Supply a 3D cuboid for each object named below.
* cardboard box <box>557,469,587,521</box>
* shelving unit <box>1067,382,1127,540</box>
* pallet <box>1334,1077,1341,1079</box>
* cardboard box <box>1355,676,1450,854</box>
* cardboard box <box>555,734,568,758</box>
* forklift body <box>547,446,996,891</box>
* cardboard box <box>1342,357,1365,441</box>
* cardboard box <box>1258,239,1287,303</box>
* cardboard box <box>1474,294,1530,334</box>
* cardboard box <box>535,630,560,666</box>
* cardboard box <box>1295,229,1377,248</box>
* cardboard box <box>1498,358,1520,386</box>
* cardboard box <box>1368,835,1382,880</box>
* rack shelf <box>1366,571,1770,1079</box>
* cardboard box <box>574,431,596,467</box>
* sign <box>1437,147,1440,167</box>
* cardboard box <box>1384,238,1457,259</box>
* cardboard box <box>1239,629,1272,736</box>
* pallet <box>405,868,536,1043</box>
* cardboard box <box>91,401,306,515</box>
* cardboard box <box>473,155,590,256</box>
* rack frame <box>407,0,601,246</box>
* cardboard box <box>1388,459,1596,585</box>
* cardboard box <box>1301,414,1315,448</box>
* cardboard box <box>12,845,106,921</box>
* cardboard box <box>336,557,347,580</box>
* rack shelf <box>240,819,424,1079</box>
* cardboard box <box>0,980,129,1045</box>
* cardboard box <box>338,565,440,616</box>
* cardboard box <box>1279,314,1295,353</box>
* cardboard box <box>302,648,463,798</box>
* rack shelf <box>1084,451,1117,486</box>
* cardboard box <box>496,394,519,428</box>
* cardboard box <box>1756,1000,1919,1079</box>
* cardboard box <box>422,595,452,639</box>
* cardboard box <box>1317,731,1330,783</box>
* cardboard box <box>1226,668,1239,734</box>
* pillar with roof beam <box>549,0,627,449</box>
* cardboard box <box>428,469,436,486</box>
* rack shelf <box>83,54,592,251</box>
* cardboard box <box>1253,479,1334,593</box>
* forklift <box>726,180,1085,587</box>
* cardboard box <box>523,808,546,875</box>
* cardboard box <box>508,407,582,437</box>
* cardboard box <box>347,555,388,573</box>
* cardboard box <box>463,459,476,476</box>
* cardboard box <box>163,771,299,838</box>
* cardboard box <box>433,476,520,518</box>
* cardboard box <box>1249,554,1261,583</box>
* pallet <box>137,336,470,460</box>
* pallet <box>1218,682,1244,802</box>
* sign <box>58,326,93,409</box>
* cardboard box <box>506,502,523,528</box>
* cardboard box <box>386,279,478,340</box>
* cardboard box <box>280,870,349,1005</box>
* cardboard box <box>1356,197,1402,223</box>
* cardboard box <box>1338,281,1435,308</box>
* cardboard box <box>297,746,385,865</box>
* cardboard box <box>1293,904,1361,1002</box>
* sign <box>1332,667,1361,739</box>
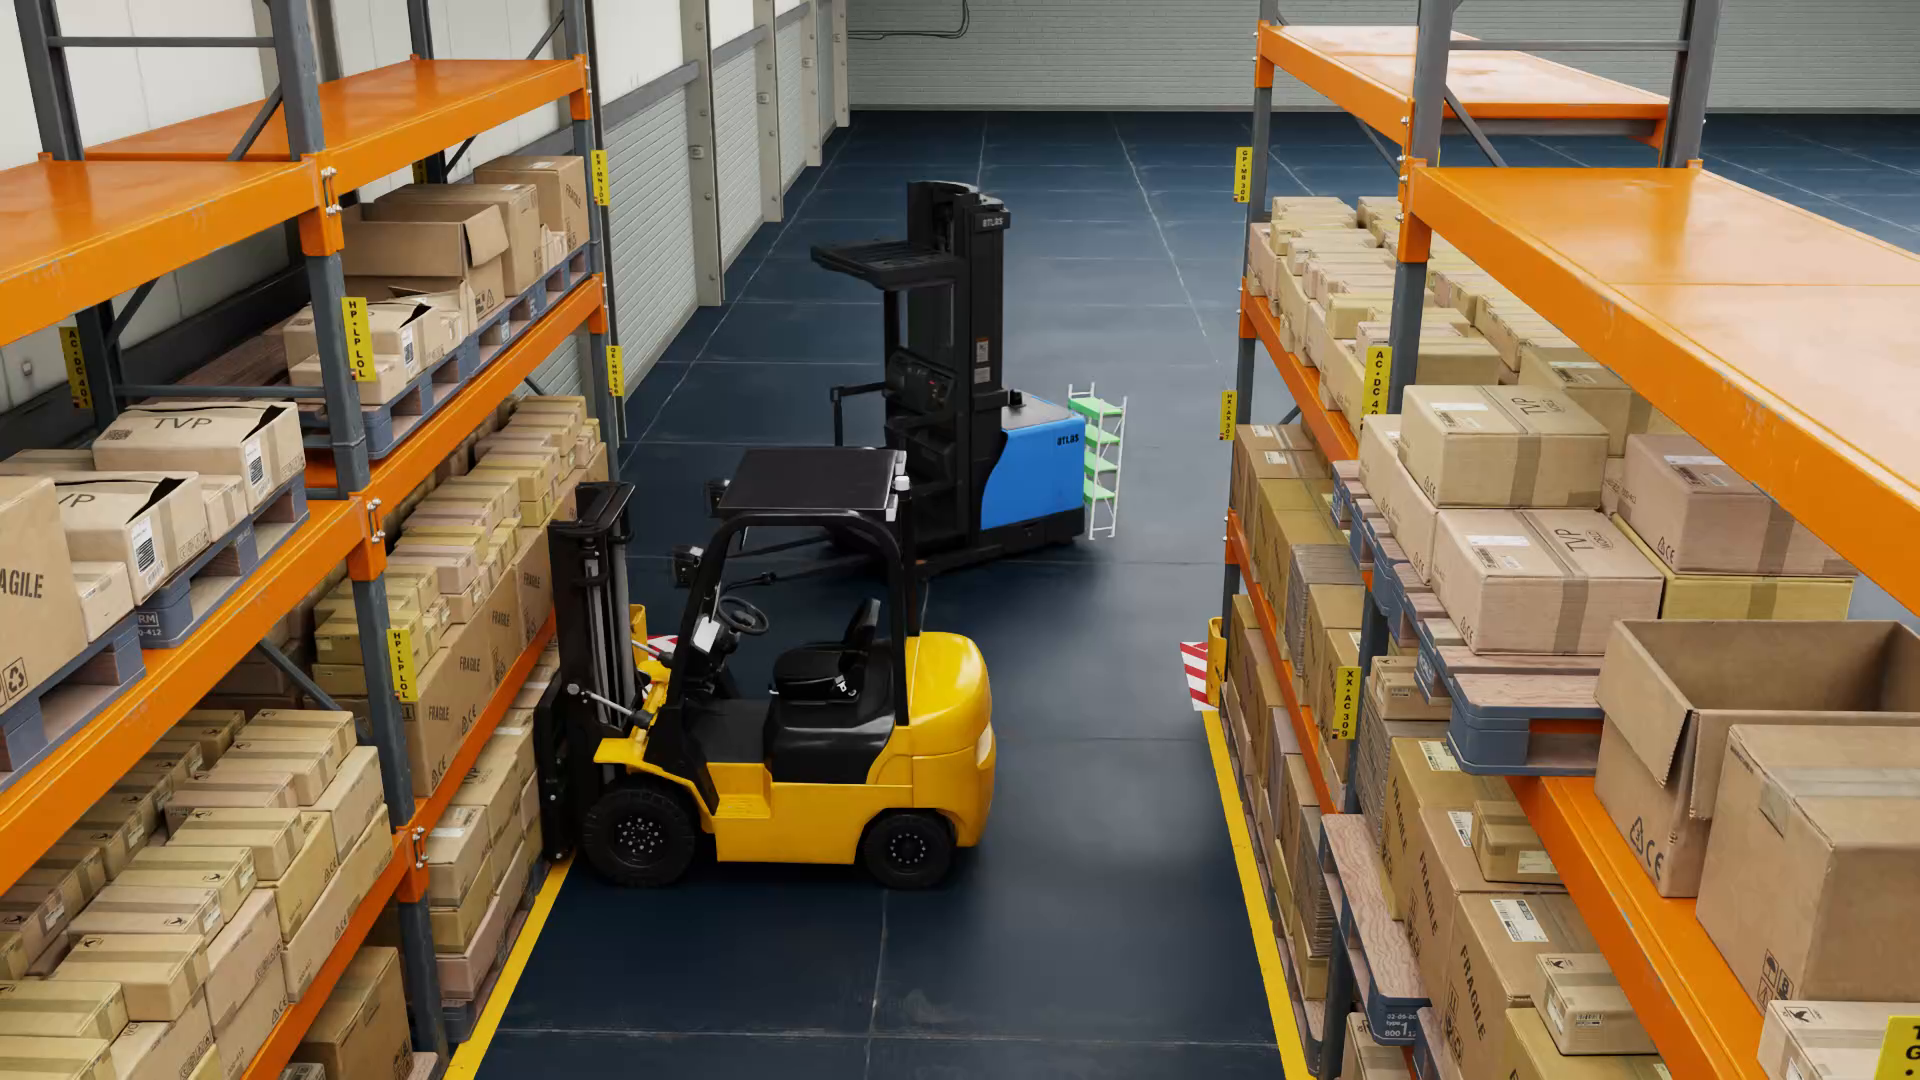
[{"bbox_3d":[-2.499,-0.107,9.812,0.500,0.500,0.500,1,21,3],"label":"cardboard box"},{"bbox_3d":[1.096,-0.659,13.842,0.258,1.200,0.503,-7,22,-27],"label":"shelving unit"},{"bbox_3d":[2.096,2.653,6.694,1.003,0.211,1.213,1,21,2],"label":"pallet"},{"bbox_3d":[1.818,0.856,6.338,0.500,0.500,0.500,1,21,3],"label":"cardboard box"},{"bbox_3d":[-2.463,1.153,9.233,0.500,0.250,0.500,1,21,1],"label":"cardboard box"},{"bbox_3d":[-0.955,0.673,9.114,2.313,2.155,1.214,1,21,2],"label":"forklift body"},{"bbox_3d":[1.863,-0.559,6.766,0.500,0.250,0.500,0,21,1],"label":"cardboard box"},{"bbox_3d":[1.934,-1.481,9.143,0.500,0.250,0.500,0,21,1],"label":"cardboard box"},{"bbox_3d":[2.485,-0.977,7.291,0.380,0.149,0.250,0,21,1],"label":"cardboard box"},{"bbox_3d":[-2.438,0.729,9.636,0.500,0.250,0.500,1,21,2],"label":"cardboard box"},{"bbox_3d":[1.971,-1.540,8.744,0.380,0.149,0.250,1,21,1],"label":"cardboard box"},{"bbox_3d":[2.406,-0.552,6.748,0.500,0.250,0.500,0,21,0],"label":"cardboard box"},{"bbox_3d":[1.786,1.189,6.378,0.380,0.149,0.250,1,21,2],"label":"cardboard box"},{"bbox_3d":[2.058,0.731,4.639,1.077,0.370,4.000,1,21,2],"label":"rack shelf"},{"bbox_3d":[-2.430,-0.556,10.074,0.380,0.149,0.250,1,21,2],"label":"cardboard box"},{"bbox_3d":[2.794,-2.173,9.905,0.100,0.325,0.005,1,21,2],"label":"sign"},{"bbox_3d":[2.382,-1.443,8.494,0.380,0.149,0.250,0,21,0],"label":"cardboard box"},{"bbox_3d":[1.928,0.848,9.675,0.500,0.500,0.500,0,21,0],"label":"cardboard box"},{"bbox_3d":[-2.777,2.031,8.296,1.003,0.211,1.213,1,21,2],"label":"pallet"},{"bbox_3d":[-2.621,-0.317,5.750,0.500,0.311,0.500,0,21,0],"label":"cardboard box"},{"bbox_3d":[-2.491,-1.953,9.705,0.500,0.500,0.500,1,21,3],"label":"cardboard box"},{"bbox_3d":[-2.721,-3.225,9.694,1.000,3.000,0.127,1,21,2],"label":"rack frame"},{"bbox_3d":[1.686,-0.063,5.318,0.500,0.250,0.500,0,21,1],"label":"cardboard box"},{"bbox_3d":[2.443,-0.839,9.907,0.700,0.500,0.500,0,21,0],"label":"cardboard box"},{"bbox_3d":[-3.157,1.163,5.644,0.380,0.149,0.250,1,21,2],"label":"cardboard box"},{"bbox_3d":[-3.146,0.134,7.884,0.380,0.149,0.250,0,21,1],"label":"cardboard box"},{"bbox_3d":[-2.904,2.076,5.319,1.077,0.370,4.000,1,21,2],"label":"rack shelf"},{"bbox_3d":[-2.720,1.441,4.926,0.380,0.149,0.250,1,21,2],"label":"cardboard box"},{"bbox_3d":[-2.620,0.230,7.636,0.380,0.149,0.250,0,21,1],"label":"cardboard box"},{"bbox_3d":[1.870,-1.073,8.641,0.380,0.149,0.250,1,21,2],"label":"cardboard box"},{"bbox_3d":[-2.568,0.814,7.440,0.500,0.500,0.500,0,21,0],"label":"cardboard box"},{"bbox_3d":[1.093,-0.599,13.863,0.258,0.148,0.480,-7,22,-27],"label":"rack shelf"},{"bbox_3d":[-2.945,-0.797,10.283,0.380,0.149,0.250,0,21,1],"label":"cardboard box"},{"bbox_3d":[1.796,1.030,3.222,0.380,0.149,0.250,1,21,2],"label":"cardboard box"},{"bbox_3d":[-2.584,0.368,7.691,0.380,0.149,0.250,1,21,2],"label":"cardboard box"},{"bbox_3d":[1.824,0.979,7.501,0.380,0.149,0.250,1,21,3],"label":"cardboard box"},{"bbox_3d":[1.939,1.000,10.320,0.500,0.250,0.500,0,21,1],"label":"cardboard box"},{"bbox_3d":[0.842,-5.105,14.540,9.100,9.000,0.400,1,21,2],"label":"pillar with roof beam"},{"bbox_3d":[-3.092,-0.328,9.076,0.380,0.149,0.250,0,21,0],"label":"cardboard box"},{"bbox_3d":[-2.782,-1.980,8.033,1.077,0.370,4.000,1,21,2],"label":"rack shelf"},{"bbox_3d":[1.922,-0.021,9.179,0.500,0.500,0.500,0,21,1],"label":"cardboard box"},{"bbox_3d":[-0.486,-1.222,12.921,3.031,2.935,1.130,-13,25,-30],"label":"forklift"},{"bbox_3d":[-2.497,1.563,8.868,0.500,0.250,0.500,1,21,3],"label":"cardboard box"},{"bbox_3d":[-2.498,-0.695,10.020,0.380,0.149,0.250,1,21,2],"label":"cardboard box"},{"bbox_3d":[-3.030,0.180,8.176,0.380,0.149,0.250,1,21,3],"label":"cardboard box"},{"bbox_3d":[-3.018,-0.380,9.620,0.380,0.149,0.250,0,21,0],"label":"cardboard box"},{"bbox_3d":[-2.681,0.976,6.125,0.380,0.149,0.250,1,21,2],"label":"cardboard box"},{"bbox_3d":[-2.562,-0.230,8.821,0.380,0.149,0.250,1,21,2],"label":"cardboard box"},{"bbox_3d":[1.887,0.140,9.661,0.380,0.149,0.250,1,21,2],"label":"cardboard box"},{"bbox_3d":[-2.843,-0.648,7.321,1.003,0.211,1.213,1,21,2],"label":"pallet"},{"bbox_3d":[2.178,1.246,10.320,1.003,0.211,1.213,1,21,2],"label":"pallet"},{"bbox_3d":[-3.398,-0.664,6.416,0.100,0.325,0.005,1,21,2],"label":"sign"},{"bbox_3d":[-2.564,-0.096,8.887,0.380,0.149,0.250,0,21,1],"label":"cardboard box"},{"bbox_3d":[-2.494,-1.094,7.814,0.396,0.266,0.258,0,21,0],"label":"cardboard box"},{"bbox_3d":[-2.606,1.455,6.134,0.500,0.250,0.500,1,21,1],"label":"cardboard box"},{"bbox_3d":[2.525,-1.903,9.677,0.380,0.149,0.250,1,21,2],"label":"cardboard box"},{"bbox_3d":[1.926,-1.076,7.546,0.380,0.149,0.250,0,21,1],"label":"cardboard box"},{"bbox_3d":[-2.602,1.035,6.524,0.500,0.250,0.500,0,21,0],"label":"cardboard box"},{"bbox_3d":[1.868,1.941,7.895,0.500,0.250,0.500,2,21,4],"label":"cardboard box"},{"bbox_3d":[1.576,0.664,6.766,0.100,0.325,0.005,1,21,2],"label":"sign"}]
